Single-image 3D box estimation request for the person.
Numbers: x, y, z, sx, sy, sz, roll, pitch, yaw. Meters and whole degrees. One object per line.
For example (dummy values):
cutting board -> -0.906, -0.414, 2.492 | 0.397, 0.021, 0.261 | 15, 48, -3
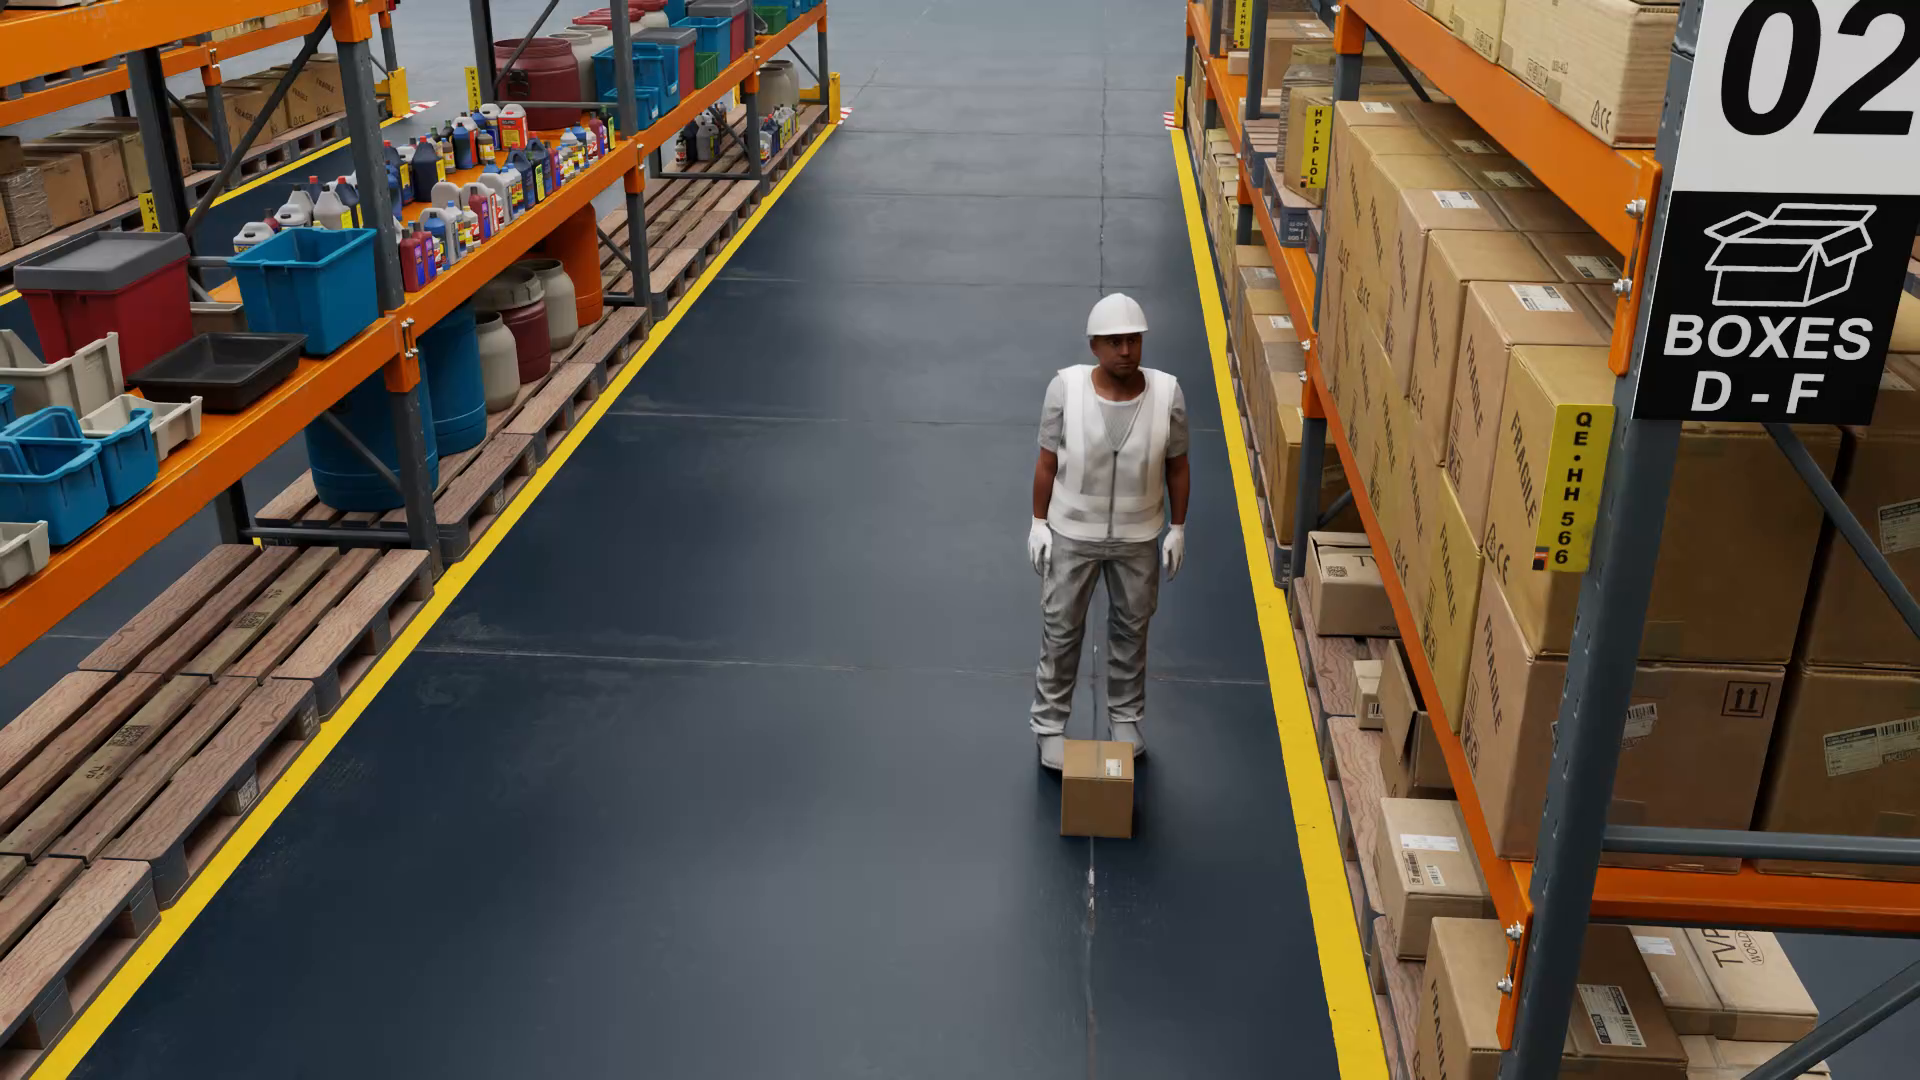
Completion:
person -> 0.544, -0.012, 6.046 | 0.586, 1.789, 0.456 | -1, 24, -2
